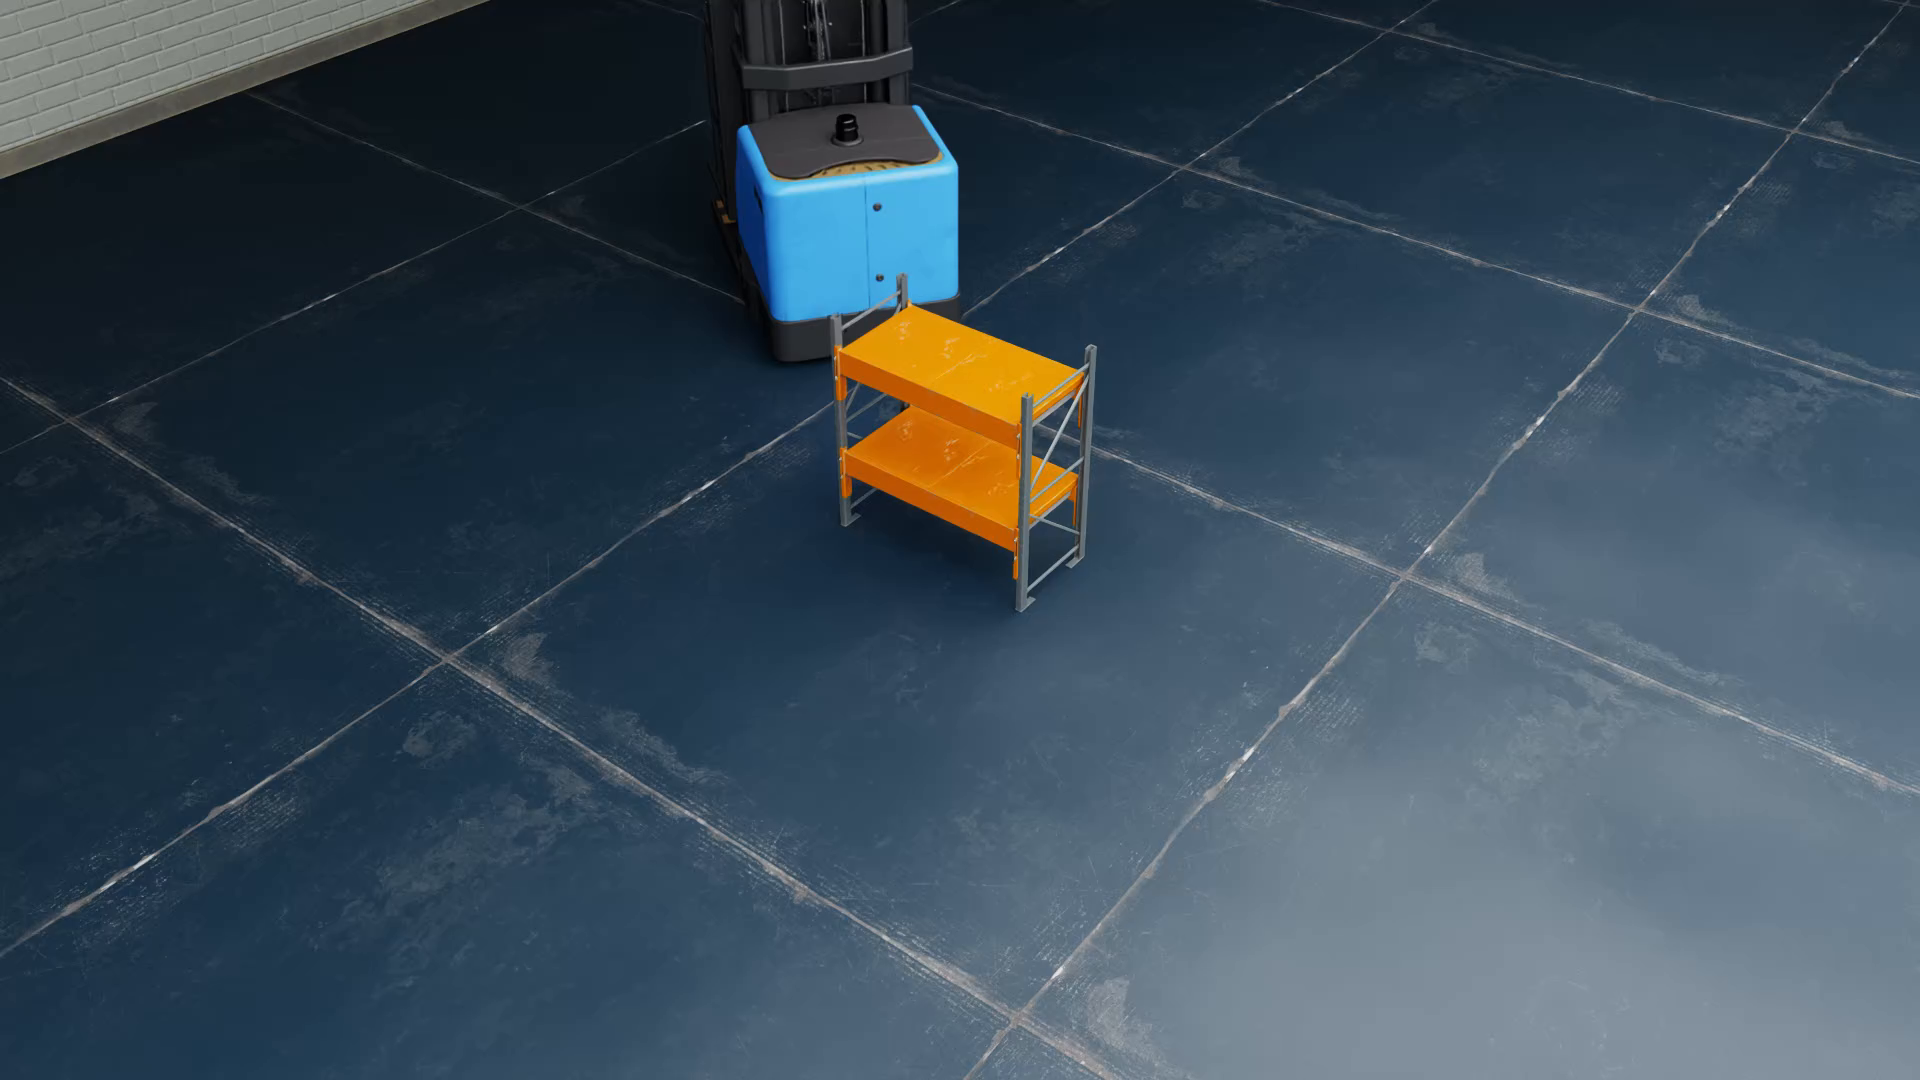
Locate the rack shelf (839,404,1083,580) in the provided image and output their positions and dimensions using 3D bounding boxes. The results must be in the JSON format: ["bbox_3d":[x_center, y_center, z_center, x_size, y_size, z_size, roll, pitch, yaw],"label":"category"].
[{"bbox_3d":[0.005,-0.248,7.551,1.000,0.278,0.538,25,45,29],"label":"rack shelf"}]

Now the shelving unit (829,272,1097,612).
[{"bbox_3d":[0.005,-0.440,7.400,1.048,1.125,0.538,25,45,29],"label":"shelving unit"}]

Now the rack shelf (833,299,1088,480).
[{"bbox_3d":[0.005,-0.671,7.220,1.000,0.278,0.538,25,45,29],"label":"rack shelf"}]

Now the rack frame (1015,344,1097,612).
[{"bbox_3d":[0.409,-0.250,7.157,0.032,1.125,0.500,25,45,29],"label":"rack frame"}]

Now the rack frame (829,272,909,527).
[{"bbox_3d":[-0.398,-0.631,7.643,0.032,1.125,0.500,25,45,29],"label":"rack frame"}]

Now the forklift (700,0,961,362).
[{"bbox_3d":[-0.893,-3.014,9.223,1.130,2.935,3.031,-10,39,-13],"label":"forklift"}]
